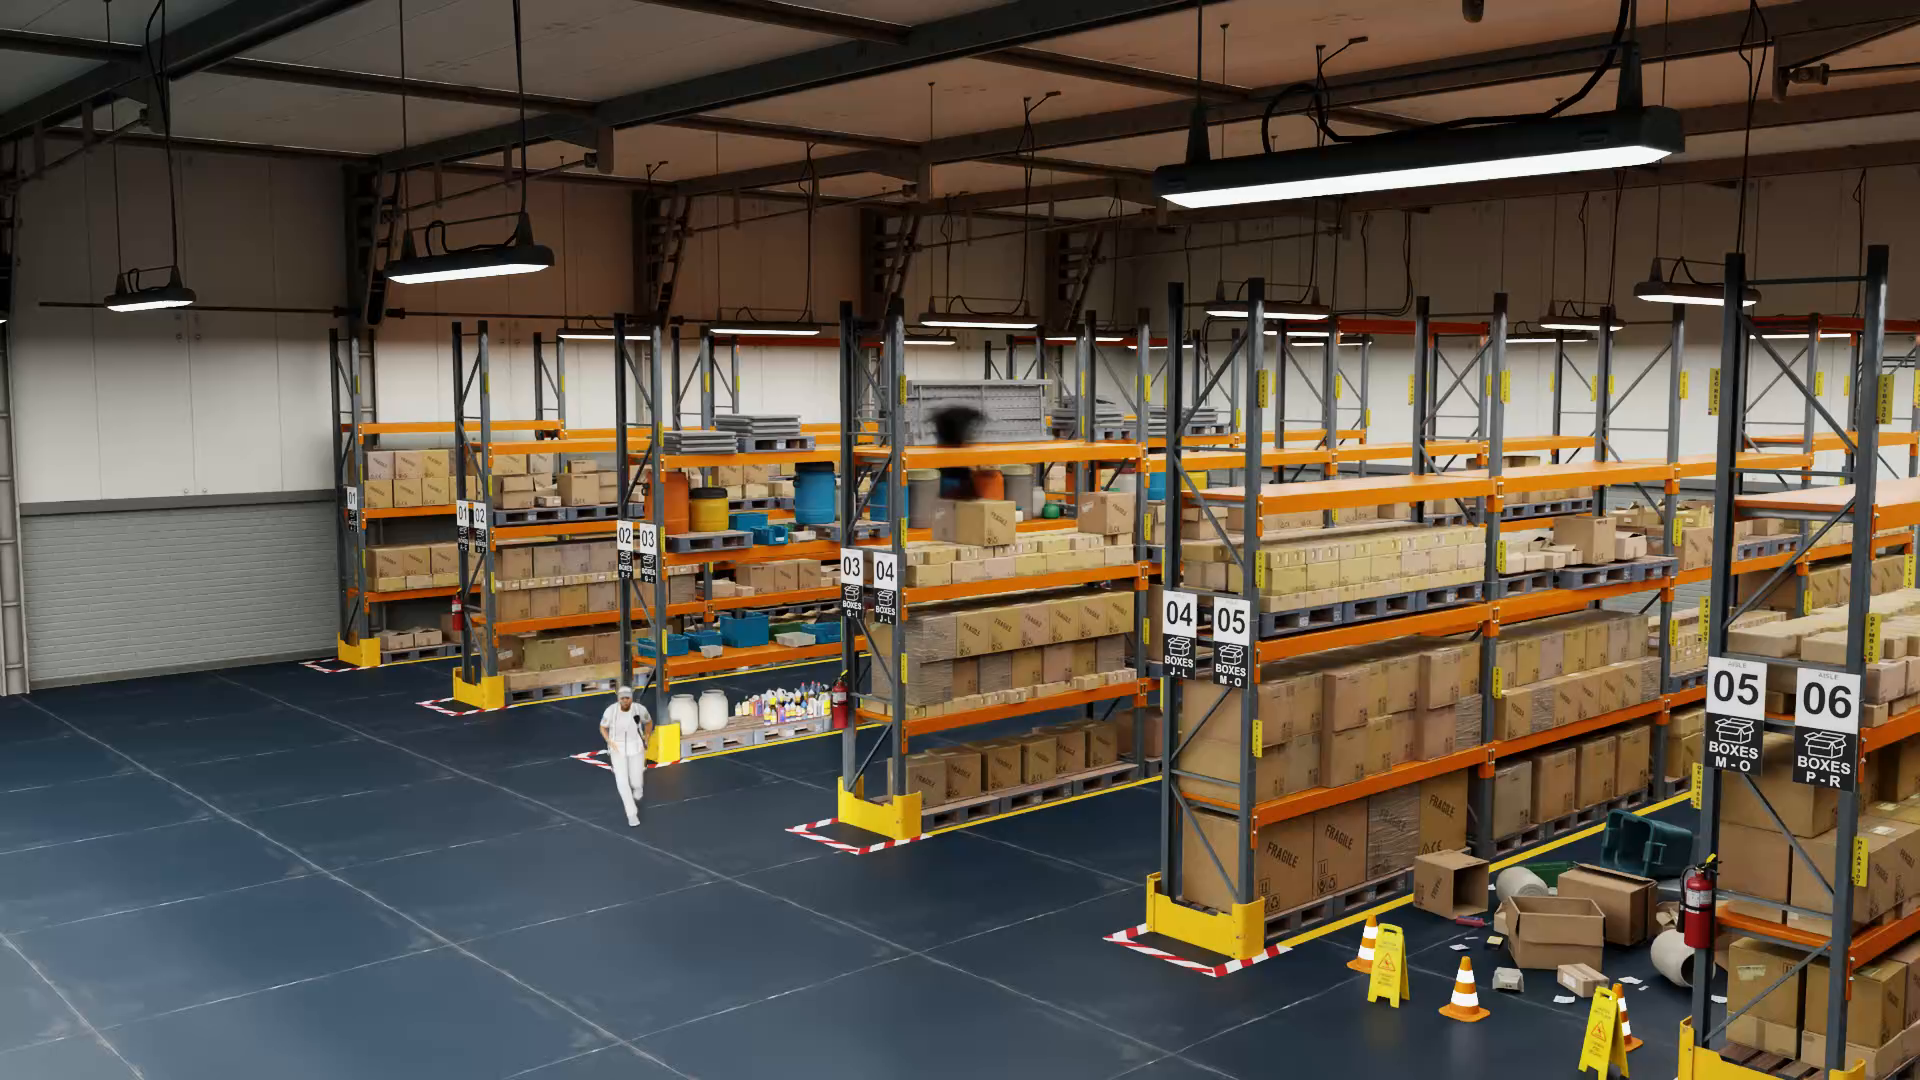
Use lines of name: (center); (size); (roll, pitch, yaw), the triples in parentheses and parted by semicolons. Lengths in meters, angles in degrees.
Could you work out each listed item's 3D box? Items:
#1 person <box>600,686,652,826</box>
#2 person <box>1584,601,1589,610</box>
person: (-3.878, 2.462, 19.354); (0.595, 1.623, 0.774); (-1, 6, -7)
person: (9.785, 1.771, 25.878); (0.659, 1.727, 0.666); (5, 8, 43)
